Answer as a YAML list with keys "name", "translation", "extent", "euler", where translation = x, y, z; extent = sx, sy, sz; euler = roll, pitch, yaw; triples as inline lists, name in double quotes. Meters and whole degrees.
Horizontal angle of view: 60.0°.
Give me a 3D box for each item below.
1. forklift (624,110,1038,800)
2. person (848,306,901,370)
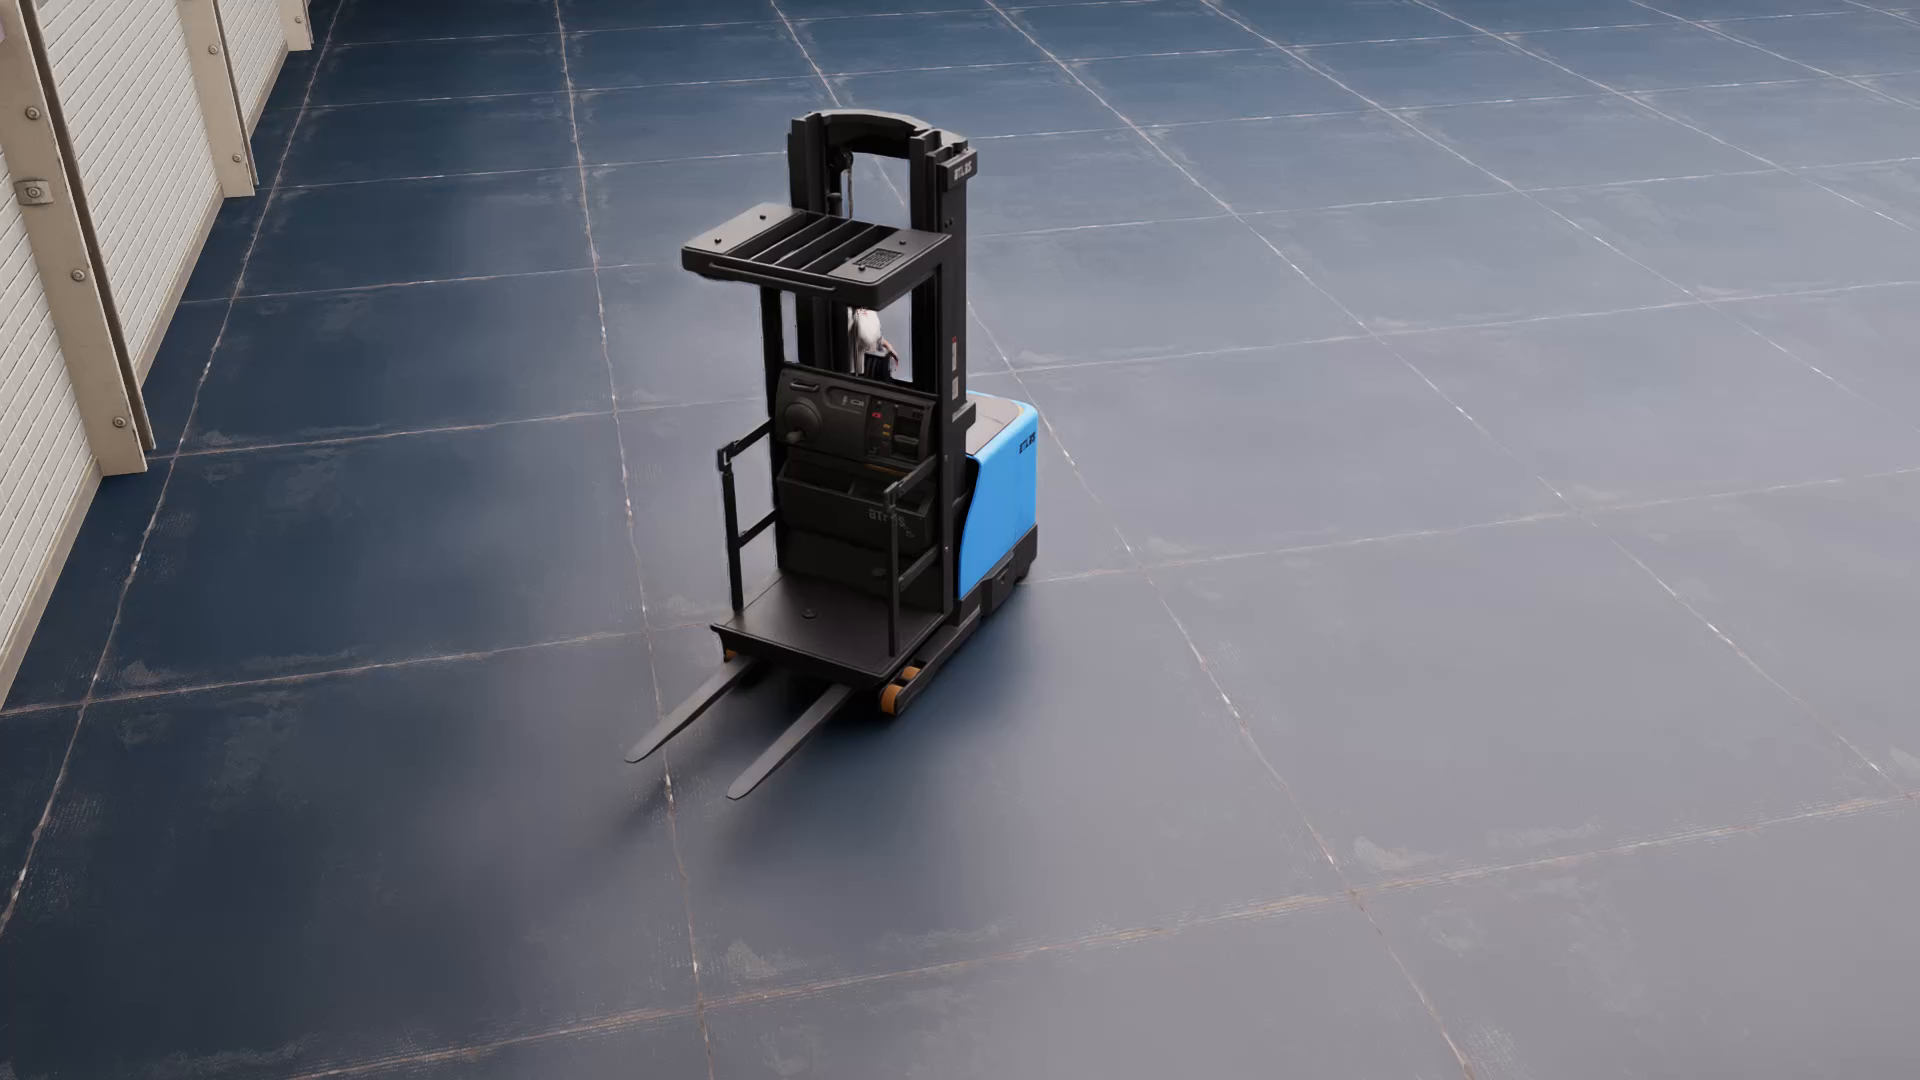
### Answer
- name: "forklift"
  translation: [-0.660, -0.587, 8.589]
  extent: [1.130, 2.935, 3.031]
  euler: [15, 33, 24]
- name: "person"
  translation: [-0.529, -0.987, 10.616]
  extent: [0.531, 1.623, 0.787]
  euler: [12, 32, 19]
